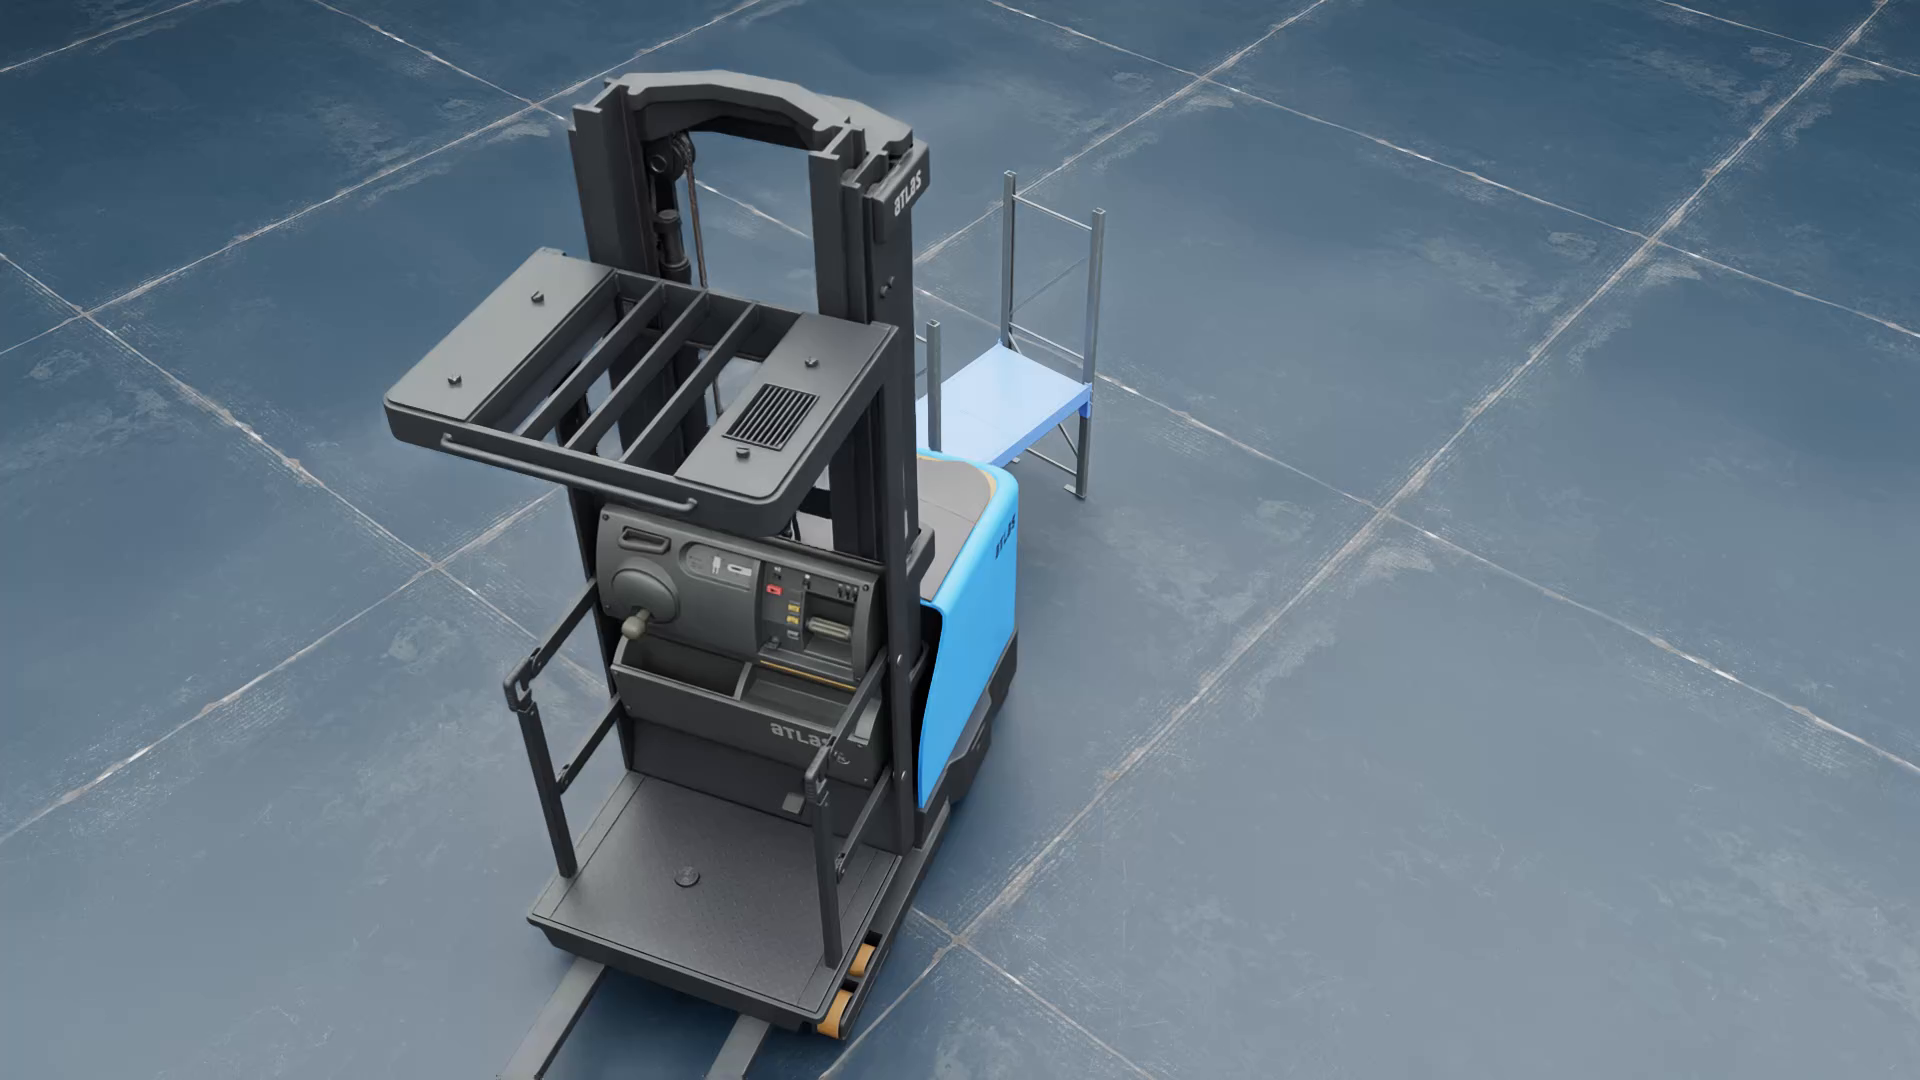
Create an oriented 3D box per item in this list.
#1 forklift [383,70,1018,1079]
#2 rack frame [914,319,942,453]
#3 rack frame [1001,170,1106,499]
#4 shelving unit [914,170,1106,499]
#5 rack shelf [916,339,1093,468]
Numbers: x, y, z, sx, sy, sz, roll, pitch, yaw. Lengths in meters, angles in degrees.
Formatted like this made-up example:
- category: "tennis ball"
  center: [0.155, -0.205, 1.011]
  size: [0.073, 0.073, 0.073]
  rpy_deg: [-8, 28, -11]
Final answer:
- category: "forklift"
  center: [-0.774, 0.263, 4.964]
  size: [1.130, 2.935, 3.031]
  rpy_deg: [15, 44, 15]
- category: "rack frame"
  center: [-0.272, -0.337, 6.688]
  size: [0.500, 1.500, 0.032]
  rpy_deg: [29, 50, 28]
- category: "rack frame"
  center: [0.382, -0.861, 7.264]
  size: [0.500, 1.500, 0.032]
  rpy_deg: [29, 50, 28]
- category: "shelving unit"
  center: [0.055, -0.599, 6.976]
  size: [0.538, 1.500, 1.048]
  rpy_deg: [29, 50, 28]
- category: "rack shelf"
  center: [0.055, -0.466, 7.097]
  size: [0.538, 0.185, 1.000]
  rpy_deg: [29, 50, 28]
